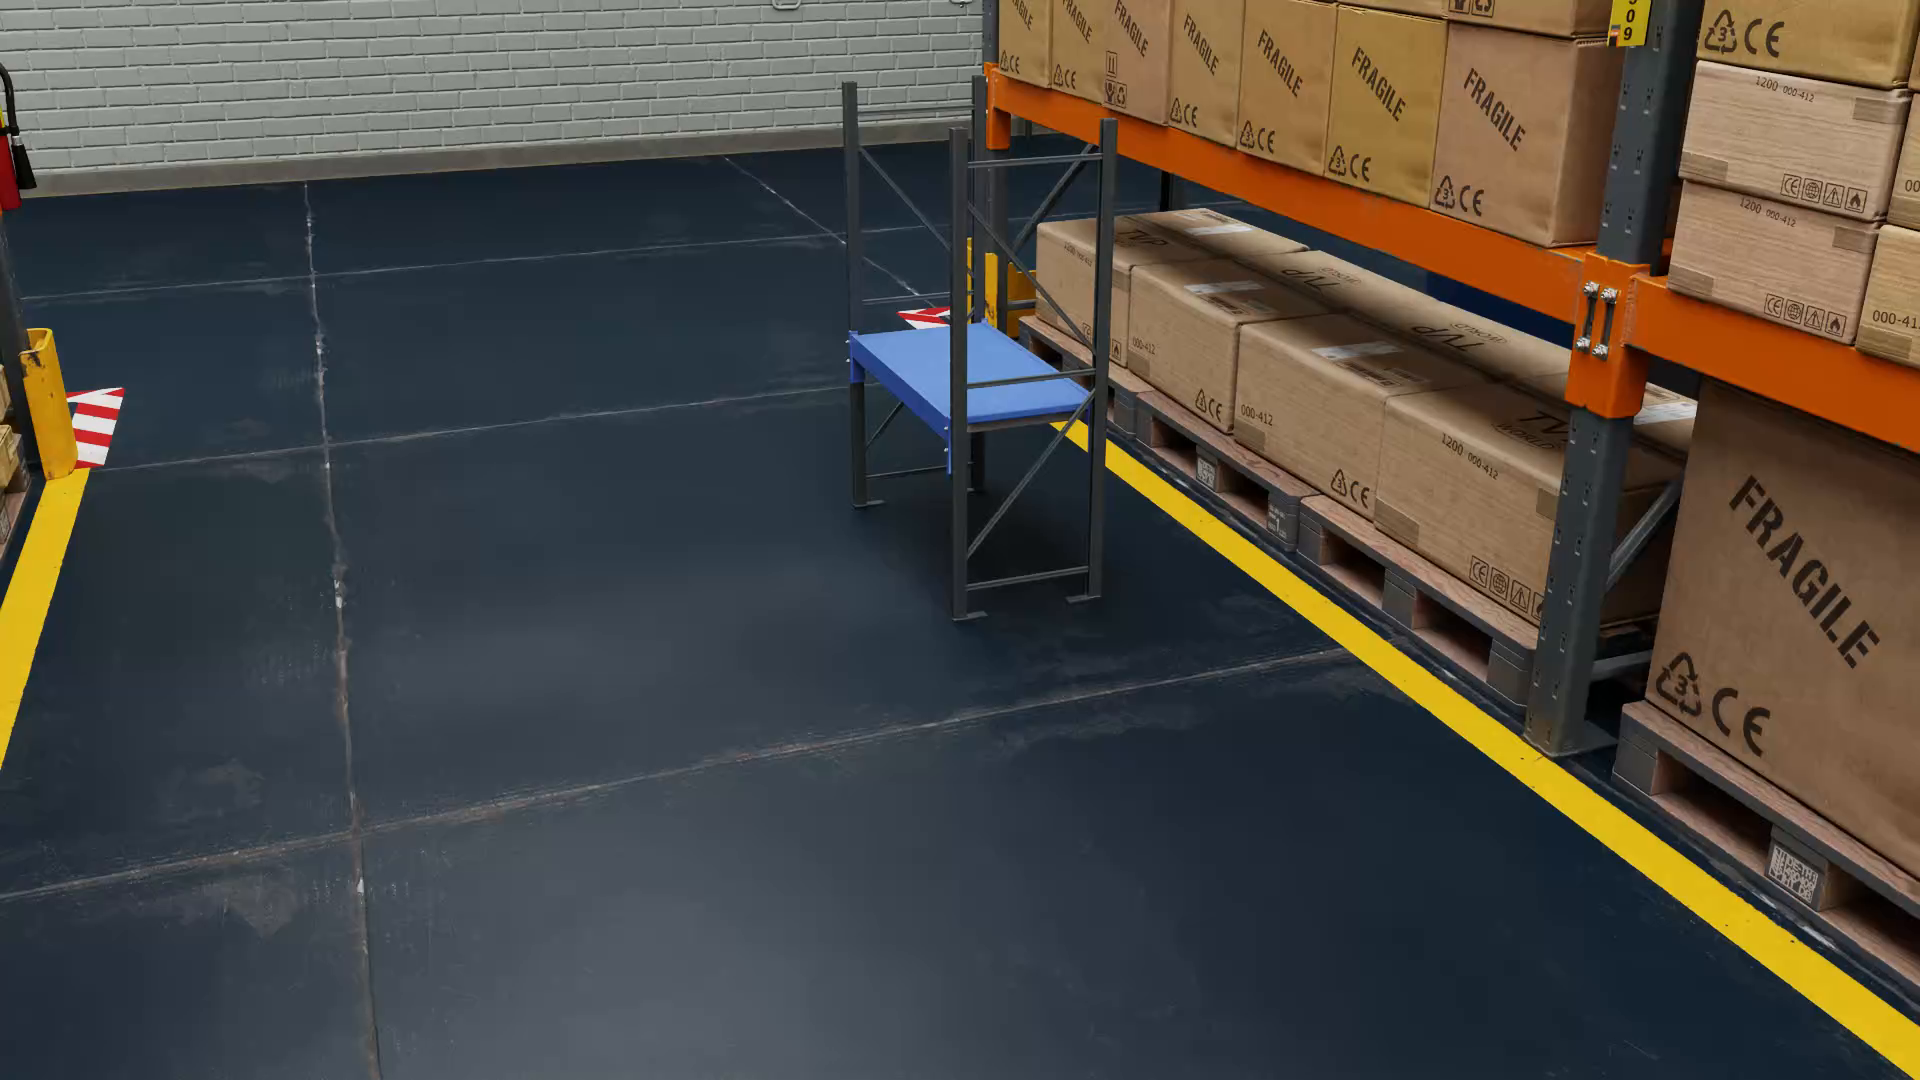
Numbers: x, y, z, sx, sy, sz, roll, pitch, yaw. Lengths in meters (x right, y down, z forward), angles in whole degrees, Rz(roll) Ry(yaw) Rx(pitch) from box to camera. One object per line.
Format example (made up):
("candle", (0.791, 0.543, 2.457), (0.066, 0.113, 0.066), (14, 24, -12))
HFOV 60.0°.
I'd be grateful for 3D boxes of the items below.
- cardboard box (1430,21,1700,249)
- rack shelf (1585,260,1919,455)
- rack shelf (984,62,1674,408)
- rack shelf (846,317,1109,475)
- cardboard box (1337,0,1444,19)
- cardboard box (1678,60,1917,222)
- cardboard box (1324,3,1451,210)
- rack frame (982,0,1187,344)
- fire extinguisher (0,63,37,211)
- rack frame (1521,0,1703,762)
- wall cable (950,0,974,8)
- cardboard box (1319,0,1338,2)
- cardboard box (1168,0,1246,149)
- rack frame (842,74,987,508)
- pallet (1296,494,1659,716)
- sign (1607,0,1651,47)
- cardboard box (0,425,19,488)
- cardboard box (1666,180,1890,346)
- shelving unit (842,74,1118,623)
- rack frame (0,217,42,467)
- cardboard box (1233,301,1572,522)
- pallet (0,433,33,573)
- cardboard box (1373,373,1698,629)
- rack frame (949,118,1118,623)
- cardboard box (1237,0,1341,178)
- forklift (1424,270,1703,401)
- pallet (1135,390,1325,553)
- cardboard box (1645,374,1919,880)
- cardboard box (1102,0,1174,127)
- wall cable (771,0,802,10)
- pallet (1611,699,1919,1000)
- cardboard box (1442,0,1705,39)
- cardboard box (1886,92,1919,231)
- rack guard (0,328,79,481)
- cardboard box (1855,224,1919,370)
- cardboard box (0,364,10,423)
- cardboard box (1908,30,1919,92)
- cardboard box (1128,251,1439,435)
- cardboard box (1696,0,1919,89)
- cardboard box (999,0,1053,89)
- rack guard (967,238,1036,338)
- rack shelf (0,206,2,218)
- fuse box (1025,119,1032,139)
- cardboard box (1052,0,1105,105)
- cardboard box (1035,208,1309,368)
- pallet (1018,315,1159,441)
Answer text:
("cardboard box", (1.596, -1.070, 4.299), (0.500, 0.500, 0.500), (-8, 24, -19))
("rack shelf", (2.706, 0.167, 2.417), (1.077, 0.370, 4.000), (-8, 24, -19))
("rack shelf", (1.293, -1.286, 5.865), (1.077, 0.370, 4.000), (-8, 24, -19))
("rack shelf", (0.030, -0.494, 5.455), (0.538, 0.185, 1.000), (-8, 24, -19))
("cardboard box", (1.402, -1.717, 4.545), (0.500, 0.500, 0.500), (-9, 24, -20))
("cardboard box", (1.891, -0.854, 3.462), (0.500, 0.250, 0.500), (-9, 24, -21))
("cardboard box", (1.409, -1.257, 4.740), (0.500, 0.500, 0.500), (-9, 24, -20))
("rack frame", (0.586, -2.344, 7.450), (1.000, 3.000, 0.127), (-8, 24, -19))
("fire extinguisher", (-3.666, -1.576, 6.206), (0.296, 0.674, 0.183), (-8, 24, -19))
("rack frame", (1.999, -0.891, 4.001), (1.000, 3.000, 0.127), (-8, 24, -19))
("wall cable", (-0.105, -5.057, 12.578), (0.588, 1.984, 0.122), (-8, 24, -19))
("cardboard box", (1.214, -1.900, 4.981), (0.500, 0.500, 0.500), (-8, 24, -18))
("cardboard box", (1.047, -1.630, 5.625), (0.500, 0.500, 0.500), (-8, 24, -17))
("rack frame", (-0.149, -0.845, 5.823), (0.500, 1.500, 0.032), (-8, 24, -19))
("pallet", (1.804, 0.107, 5.224), (1.003, 0.211, 1.213), (-8, 24, -19))
("sign", (1.480, -1.250, 3.636), (0.100, 0.325, 0.005), (-8, 24, -19))
("cardboard box", (-3.443, -0.266, 5.649), (0.380, 0.149, 0.250), (-8, 24, -17))
("cardboard box", (1.908, -0.626, 3.565), (0.500, 0.250, 0.500), (-9, 24, -20))
("shelving unit", (0.030, -0.660, 5.385), (0.538, 1.500, 1.048), (-8, 24, -19))
("rack frame", (-4.009, -1.628, 5.751), (1.000, 3.000, 0.127), (-8, 24, -19))
("cardboard box", (1.561, -0.472, 5.765), (0.875, 0.438, 0.875), (-9, 25, -21))
("pallet", (-3.728, -0.016, 5.515), (1.003, 0.211, 1.213), (-8, 24, -19))
("cardboard box", (1.878, -0.147, 4.994), (0.875, 0.438, 0.875), (-9, 24, -20))
("rack frame", (0.210, -0.475, 4.947), (0.500, 1.500, 0.032), (-8, 24, -19))
("cardboard box", (1.218, -1.437, 5.169), (0.500, 0.500, 0.500), (-9, 24, -20))
("forklift", (2.997, -1.620, 5.820), (1.130, 2.935, 3.031), (-8, 24, -17))
("pallet", (1.369, -0.337, 6.278), (1.003, 0.211, 1.213), (-8, 24, -19))
("cardboard box", (2.293, 0.109, 3.824), (0.875, 0.875, 0.875), (-8, 24, -17))
("cardboard box", (0.855, -1.809, 6.052), (0.500, 0.500, 0.500), (-8, 24, -19))
("wall cable", (-1.428, -4.872, 12.100), (0.585, 1.953, 0.123), (-8, 24, -19))
("pallet", (2.342, 0.664, 3.902), (1.003, 0.211, 1.213), (-8, 24, -19))
("cardboard box", (1.574, -1.531, 4.105), (0.500, 0.500, 0.500), (-9, 24, -19))
("cardboard box", (2.101, -0.668, 3.022), (0.500, 0.250, 0.500), (-8, 24, -18))
("rack guard", (-3.982, -0.449, 6.171), (1.175, 0.500, 0.348), (-8, 24, -19))
("cardboard box", (2.092, -0.438, 3.120), (0.500, 0.250, 0.500), (-9, 24, -20))
("cardboard box", (-3.556, -0.493, 5.804), (0.380, 0.149, 0.250), (-9, 24, -20))
("cardboard box", (2.091, -1.017, 2.885), (0.500, 0.500, 0.500), (-8, 24, -19))
("cardboard box", (1.244, -0.800, 6.543), (0.875, 0.438, 0.875), (-8, 24, -18))
("cardboard box", (1.886, -1.198, 3.315), (0.500, 0.500, 0.500), (-8, 24, -18))
("cardboard box", (0.487, -2.176, 6.923), (0.500, 0.500, 0.500), (-9, 24, -19))
("rack guard", (0.578, -1.201, 7.956), (1.175, 0.500, 0.348), (-8, 24, -19))
("rack shelf", (-3.303, -0.570, 4.167), (1.077, 0.370, 4.000), (-8, 24, -19))
("fuse box", (0.589, -4.031, 13.111), (0.539, 1.711, 0.414), (-8, 24, -19))
("cardboard box", (0.692, -1.997, 6.496), (0.500, 0.500, 0.500), (-9, 24, -20))
("cardboard box", (0.913, -1.131, 7.329), (0.875, 0.438, 0.875), (-9, 25, -21))
("pallet", (0.942, -0.779, 7.328), (1.003, 0.211, 1.213), (-8, 24, -19))
